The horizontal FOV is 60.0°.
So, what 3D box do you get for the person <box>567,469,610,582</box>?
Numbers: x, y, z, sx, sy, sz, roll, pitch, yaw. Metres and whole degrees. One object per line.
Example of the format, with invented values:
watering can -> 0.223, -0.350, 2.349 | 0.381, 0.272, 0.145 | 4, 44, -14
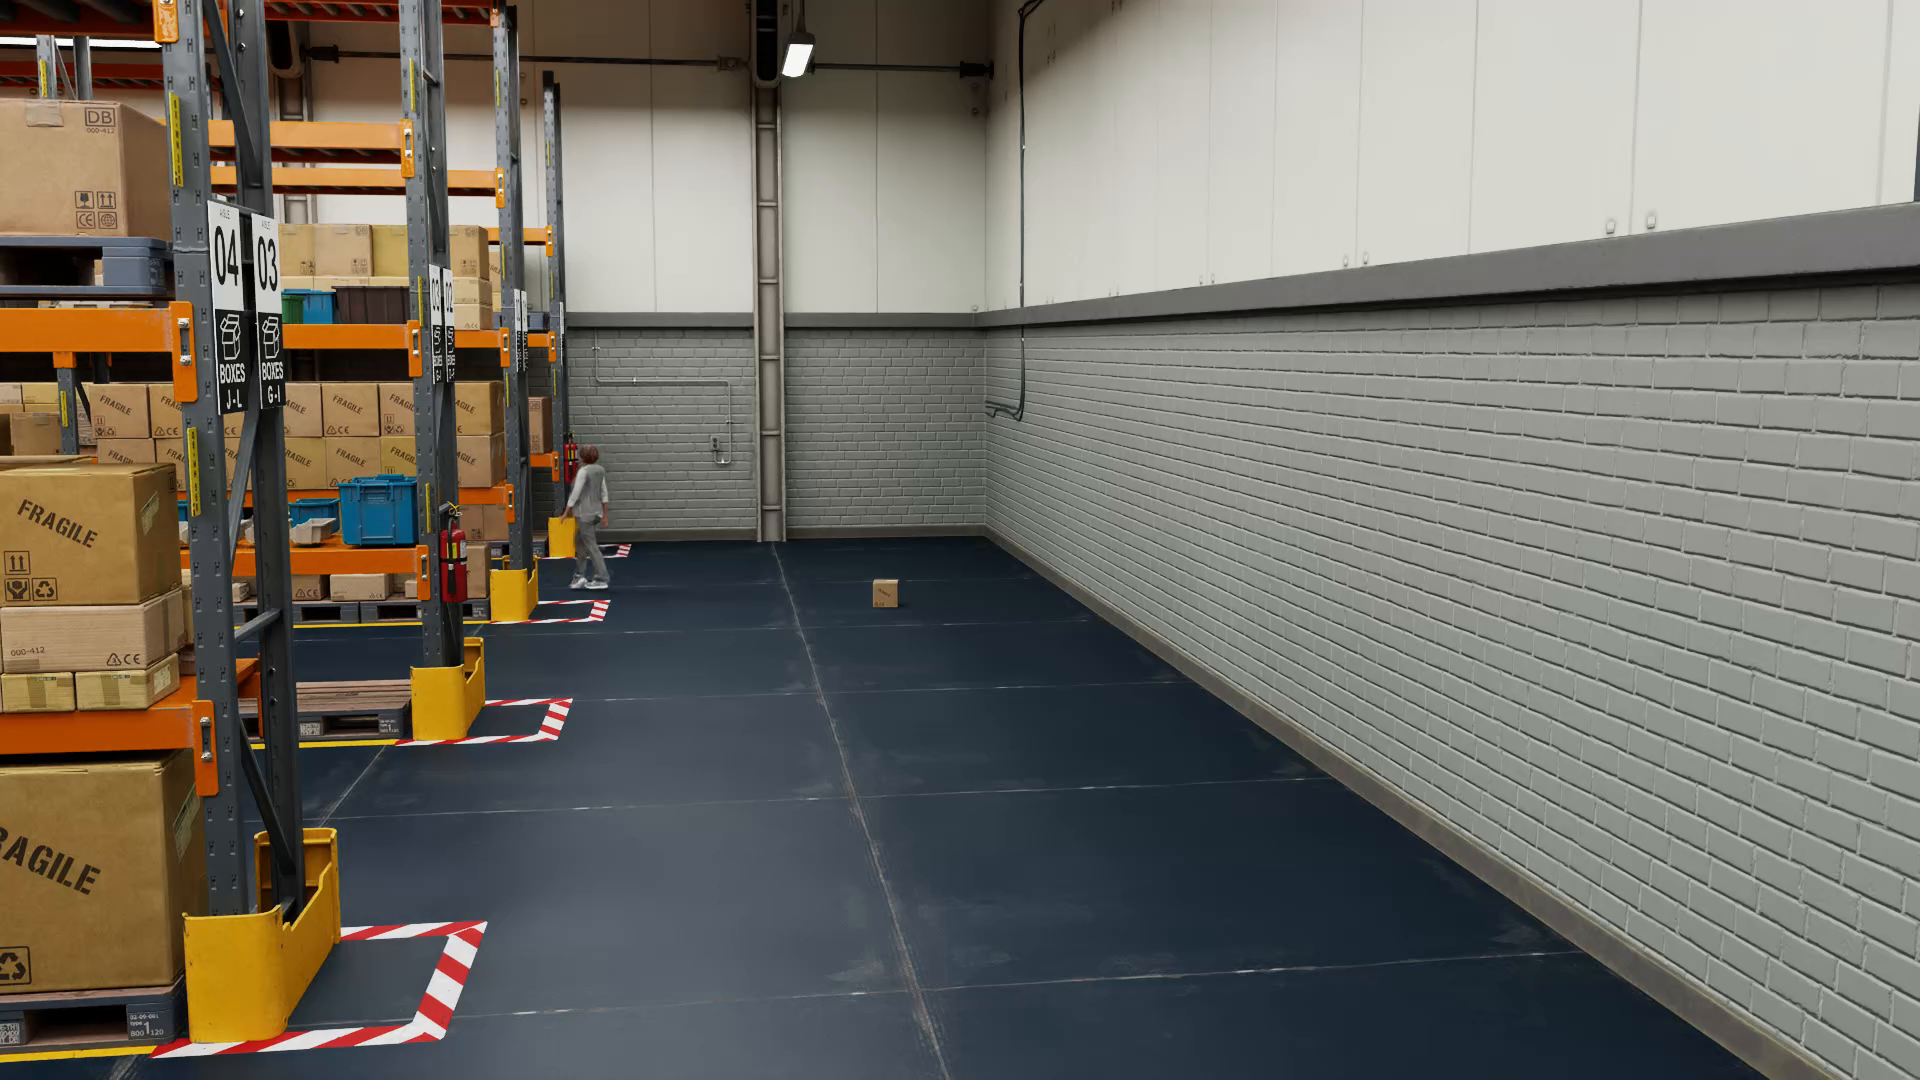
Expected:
person -> -4.048, -0.171, 18.067 | 0.532, 1.254, 0.416 | 2, 7, 20
